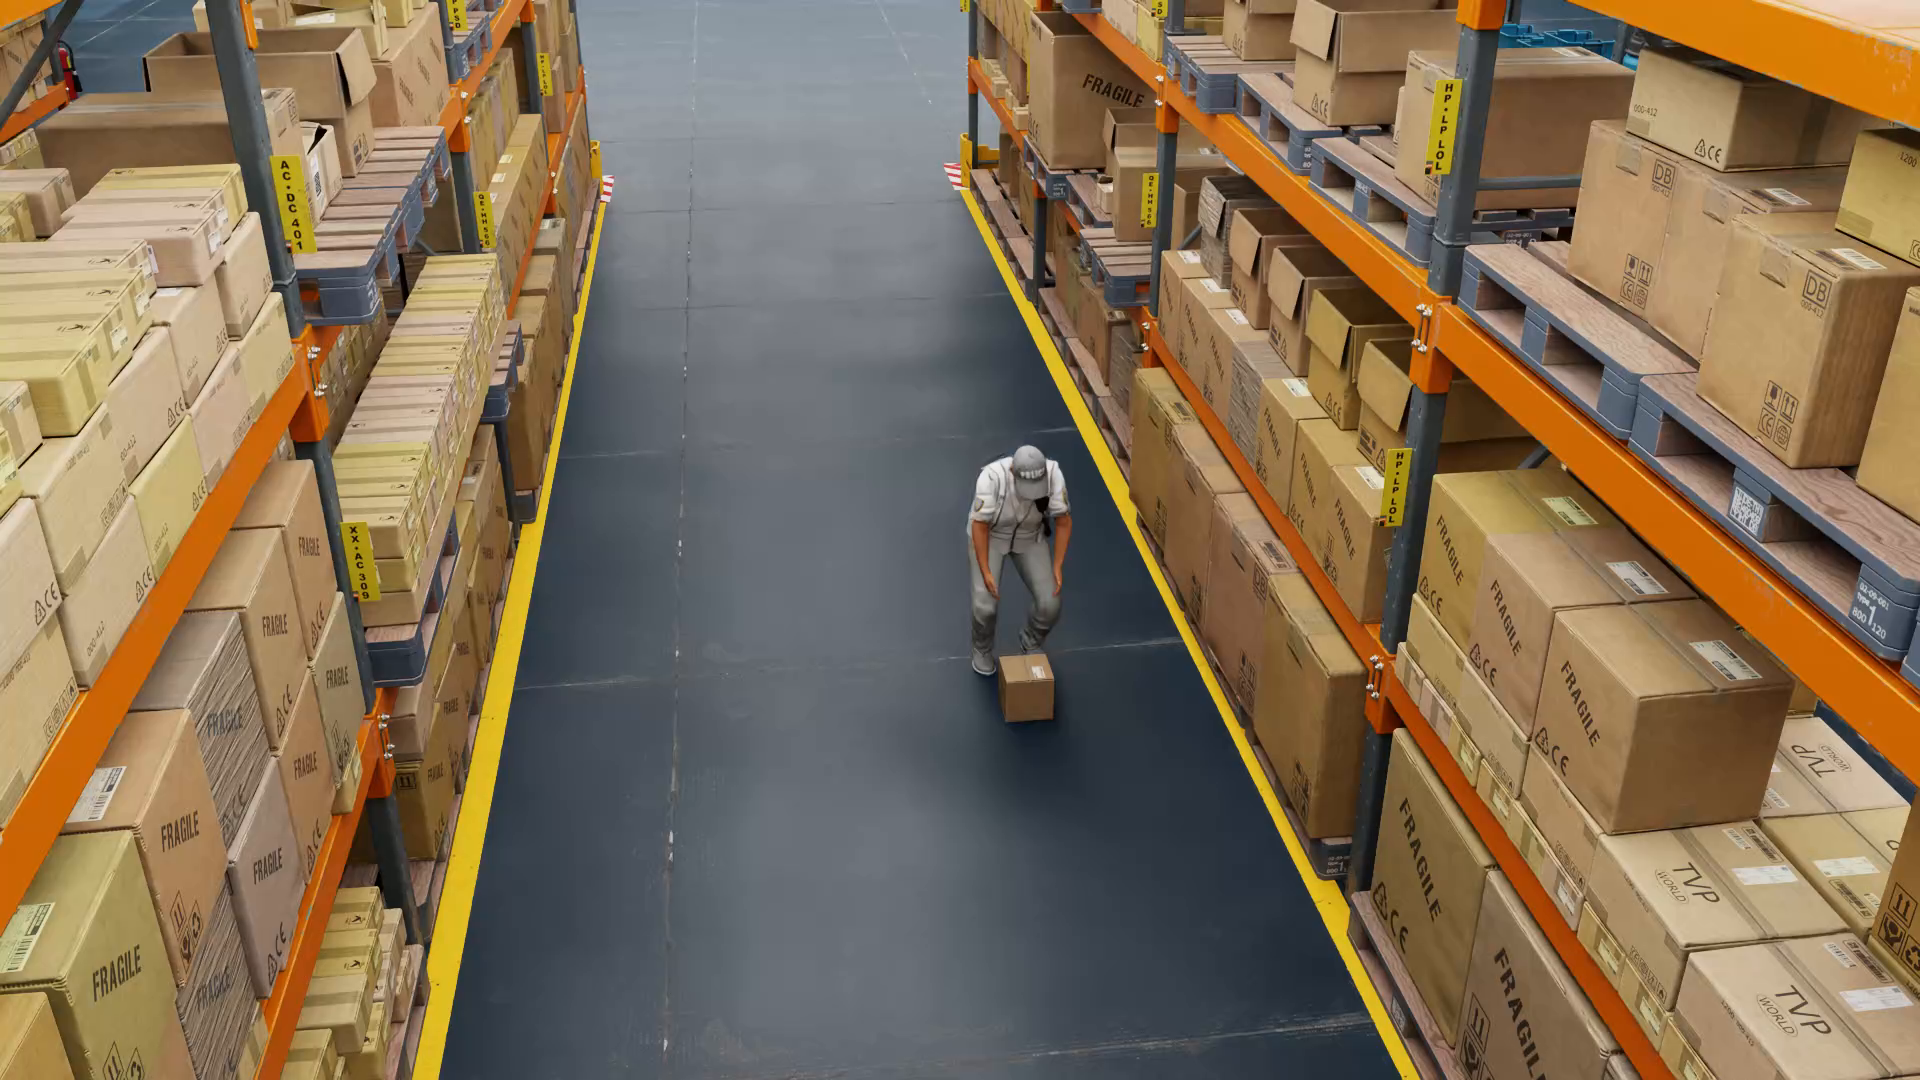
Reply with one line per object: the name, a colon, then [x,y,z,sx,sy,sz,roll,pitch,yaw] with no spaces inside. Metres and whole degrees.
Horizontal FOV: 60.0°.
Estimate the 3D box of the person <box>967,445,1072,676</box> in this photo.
person: [0.311,0.064,8.787,0.535,1.406,0.709,-4,28,-7]
